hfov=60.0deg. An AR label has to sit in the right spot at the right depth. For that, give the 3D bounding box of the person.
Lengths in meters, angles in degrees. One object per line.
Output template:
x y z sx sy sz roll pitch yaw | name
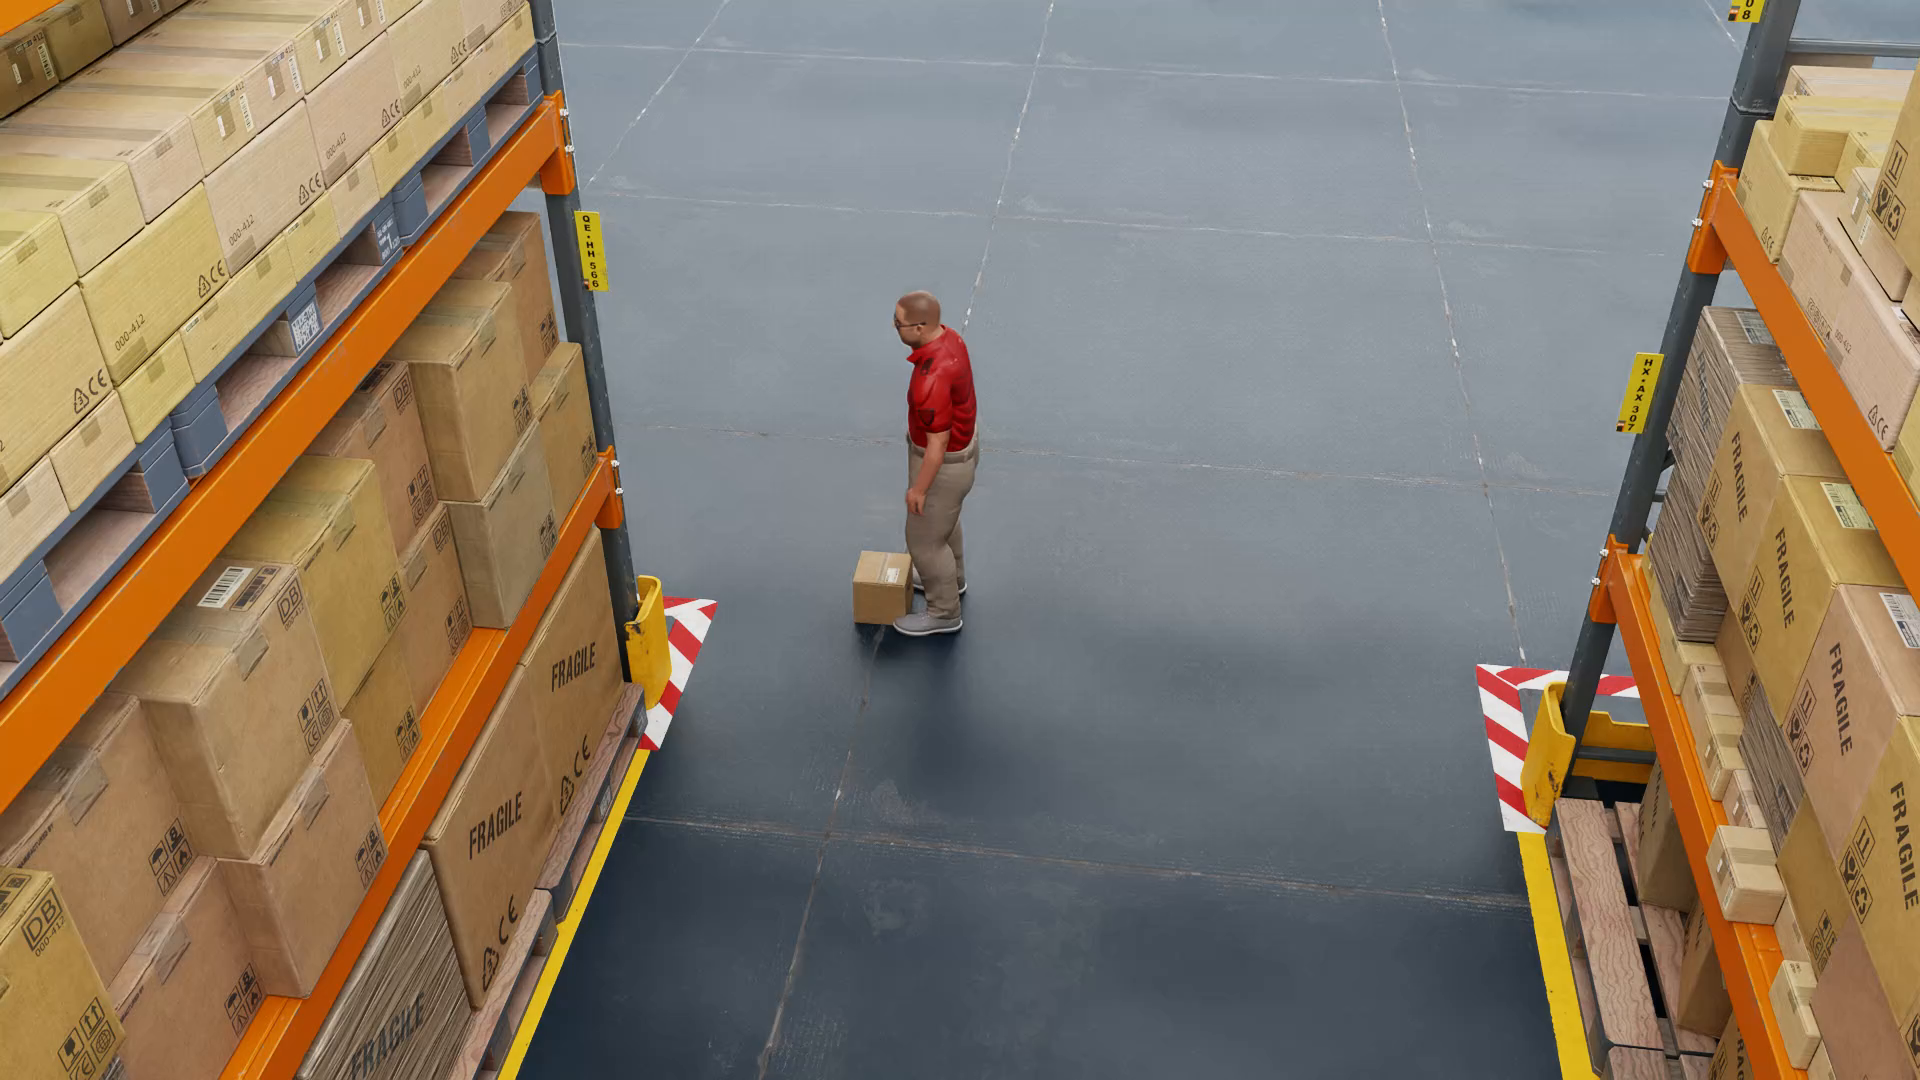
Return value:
-0.117 -0.283 7.594 0.393 1.549 0.568 5 36 6 | person
